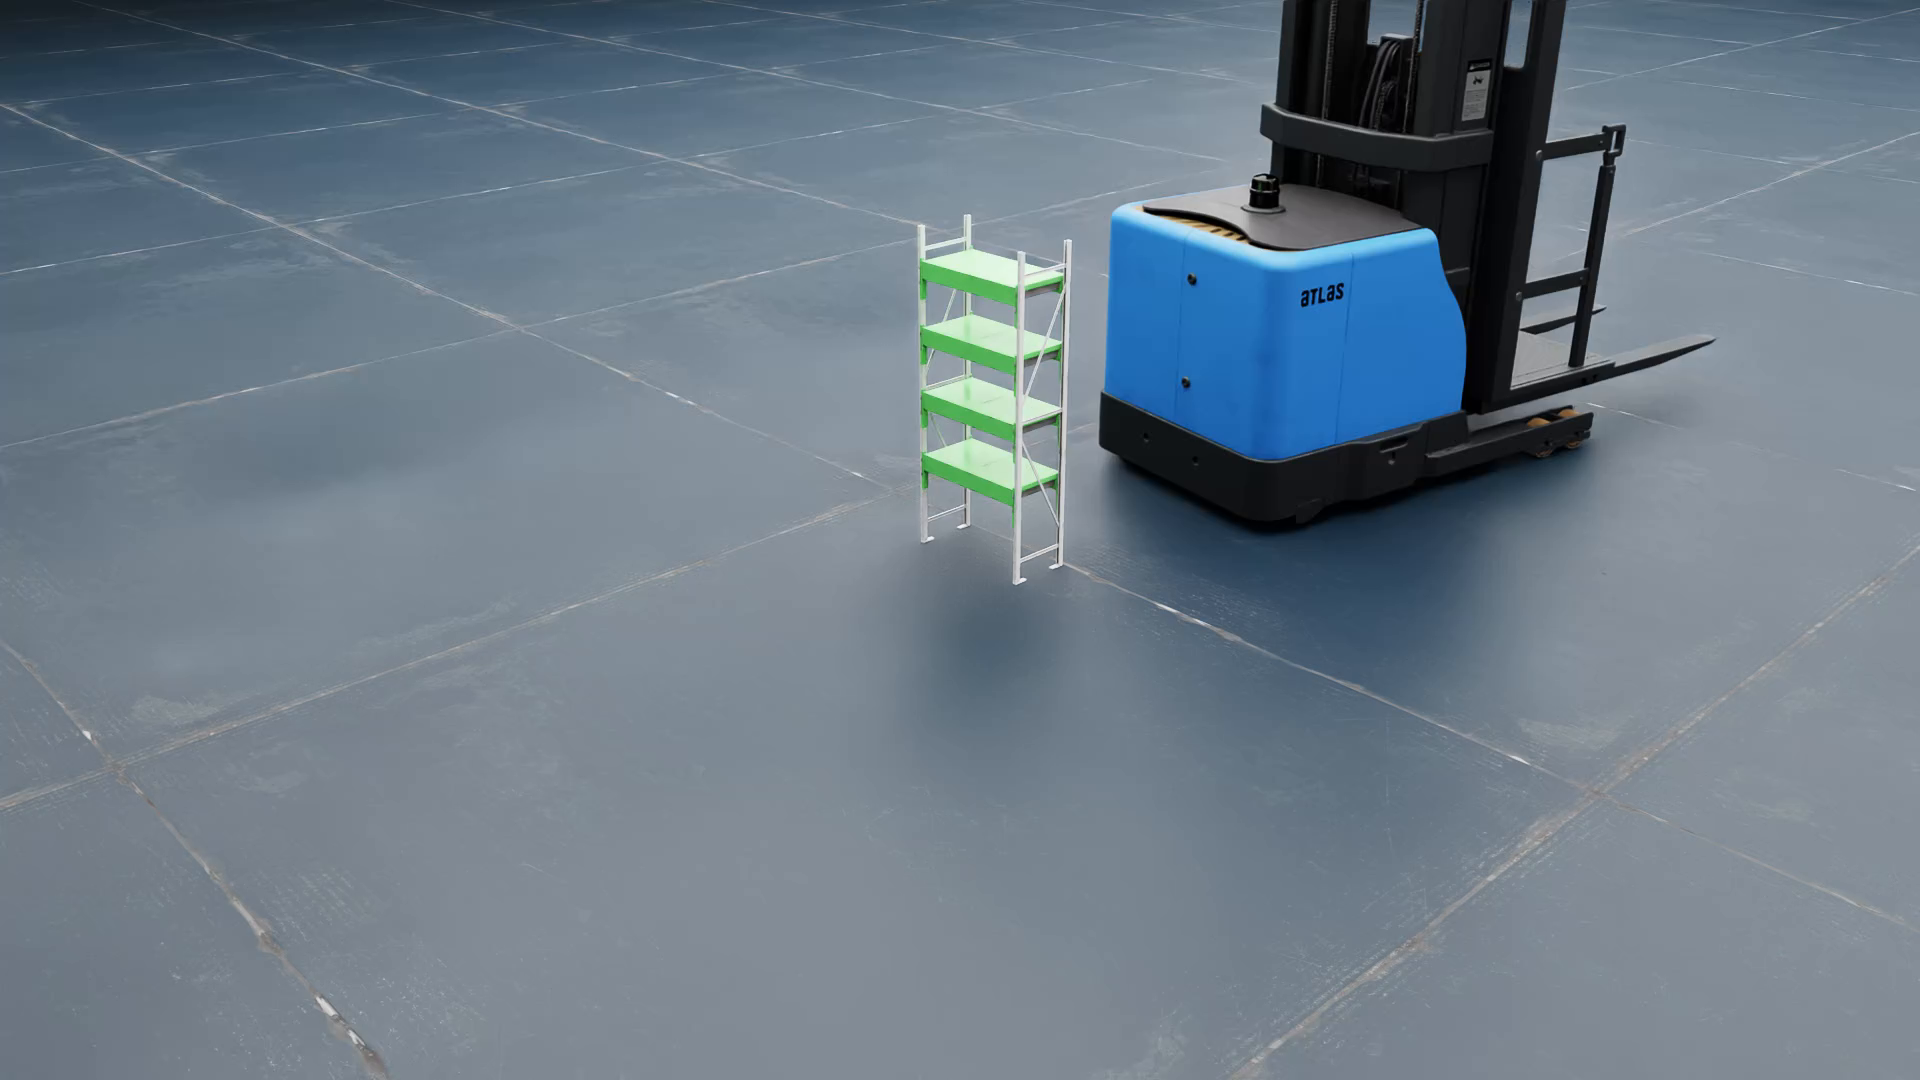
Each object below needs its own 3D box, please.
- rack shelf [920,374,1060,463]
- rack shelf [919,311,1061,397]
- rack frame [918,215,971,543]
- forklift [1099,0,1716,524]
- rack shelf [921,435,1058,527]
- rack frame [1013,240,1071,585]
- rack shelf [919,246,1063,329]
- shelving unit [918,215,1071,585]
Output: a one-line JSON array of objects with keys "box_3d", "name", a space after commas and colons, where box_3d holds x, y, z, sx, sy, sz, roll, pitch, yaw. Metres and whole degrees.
[{"box_3d": [0.113, -0.438, 5.918, 0.258, 0.148, 0.480, -21, 32, -38], "name": "rack shelf"}, {"box_3d": [0.113, -0.656, 5.818, 0.258, 0.148, 0.480, -21, 32, -38], "name": "rack shelf"}, {"box_3d": [-0.054, -0.570, 6.053, 0.240, 1.200, 0.015, -21, 32, -38], "name": "rack frame"}, {"box_3d": [2.093, -1.846, 6.766, 3.031, 2.935, 1.130, -15, 29, -30], "name": "forklift"}, {"box_3d": [0.113, -0.219, 6.017, 0.258, 0.148, 0.480, -21, 32, -38], "name": "rack shelf"}, {"box_3d": [0.280, -0.422, 5.729, 0.240, 1.200, 0.015, -21, 32, -38], "name": "rack frame"}, {"box_3d": [0.113, -0.874, 5.718, 0.258, 0.148, 0.480, -21, 32, -38], "name": "rack shelf"}, {"box_3d": [0.113, -0.496, 5.891, 0.258, 1.200, 0.503, -21, 32, -38], "name": "shelving unit"}]
